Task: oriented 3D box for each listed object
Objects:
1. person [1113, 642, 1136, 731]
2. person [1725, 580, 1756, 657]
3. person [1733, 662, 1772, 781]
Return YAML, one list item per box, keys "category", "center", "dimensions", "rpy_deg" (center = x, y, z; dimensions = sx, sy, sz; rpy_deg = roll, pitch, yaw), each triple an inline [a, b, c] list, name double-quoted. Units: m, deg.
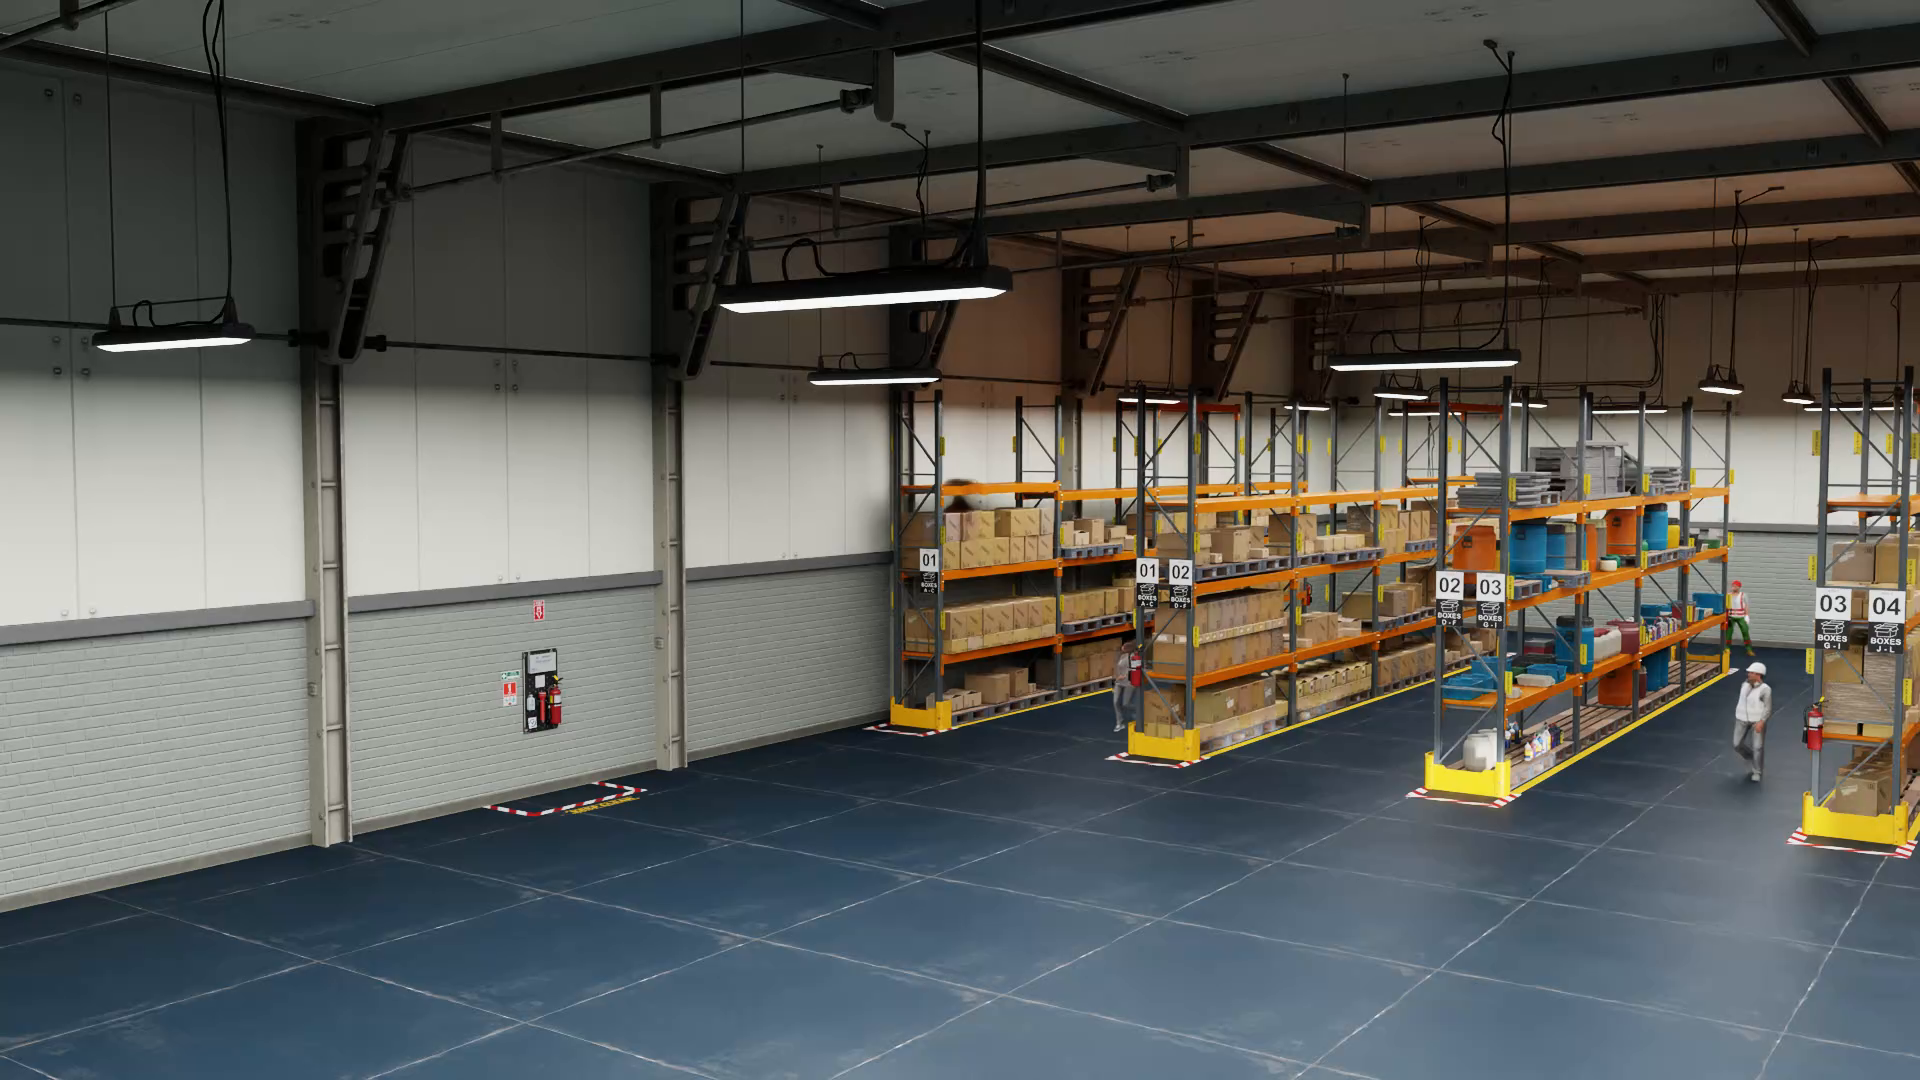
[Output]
- category: "person"
  center: [2.981, 2.624, 29.418]
  dimensions: [0.502, 1.498, 0.665]
  rpy_deg: [3, 4, 38]
- category: "person"
  center: [18.683, 1.867, 39.821]
  dimensions: [0.716, 1.795, 0.445]
  rpy_deg: [1, 3, 20]
- category: "person"
  center: [11.909, 2.718, 24.994]
  dimensions: [0.586, 1.760, 0.645]
  rpy_deg: [3, 4, 39]
